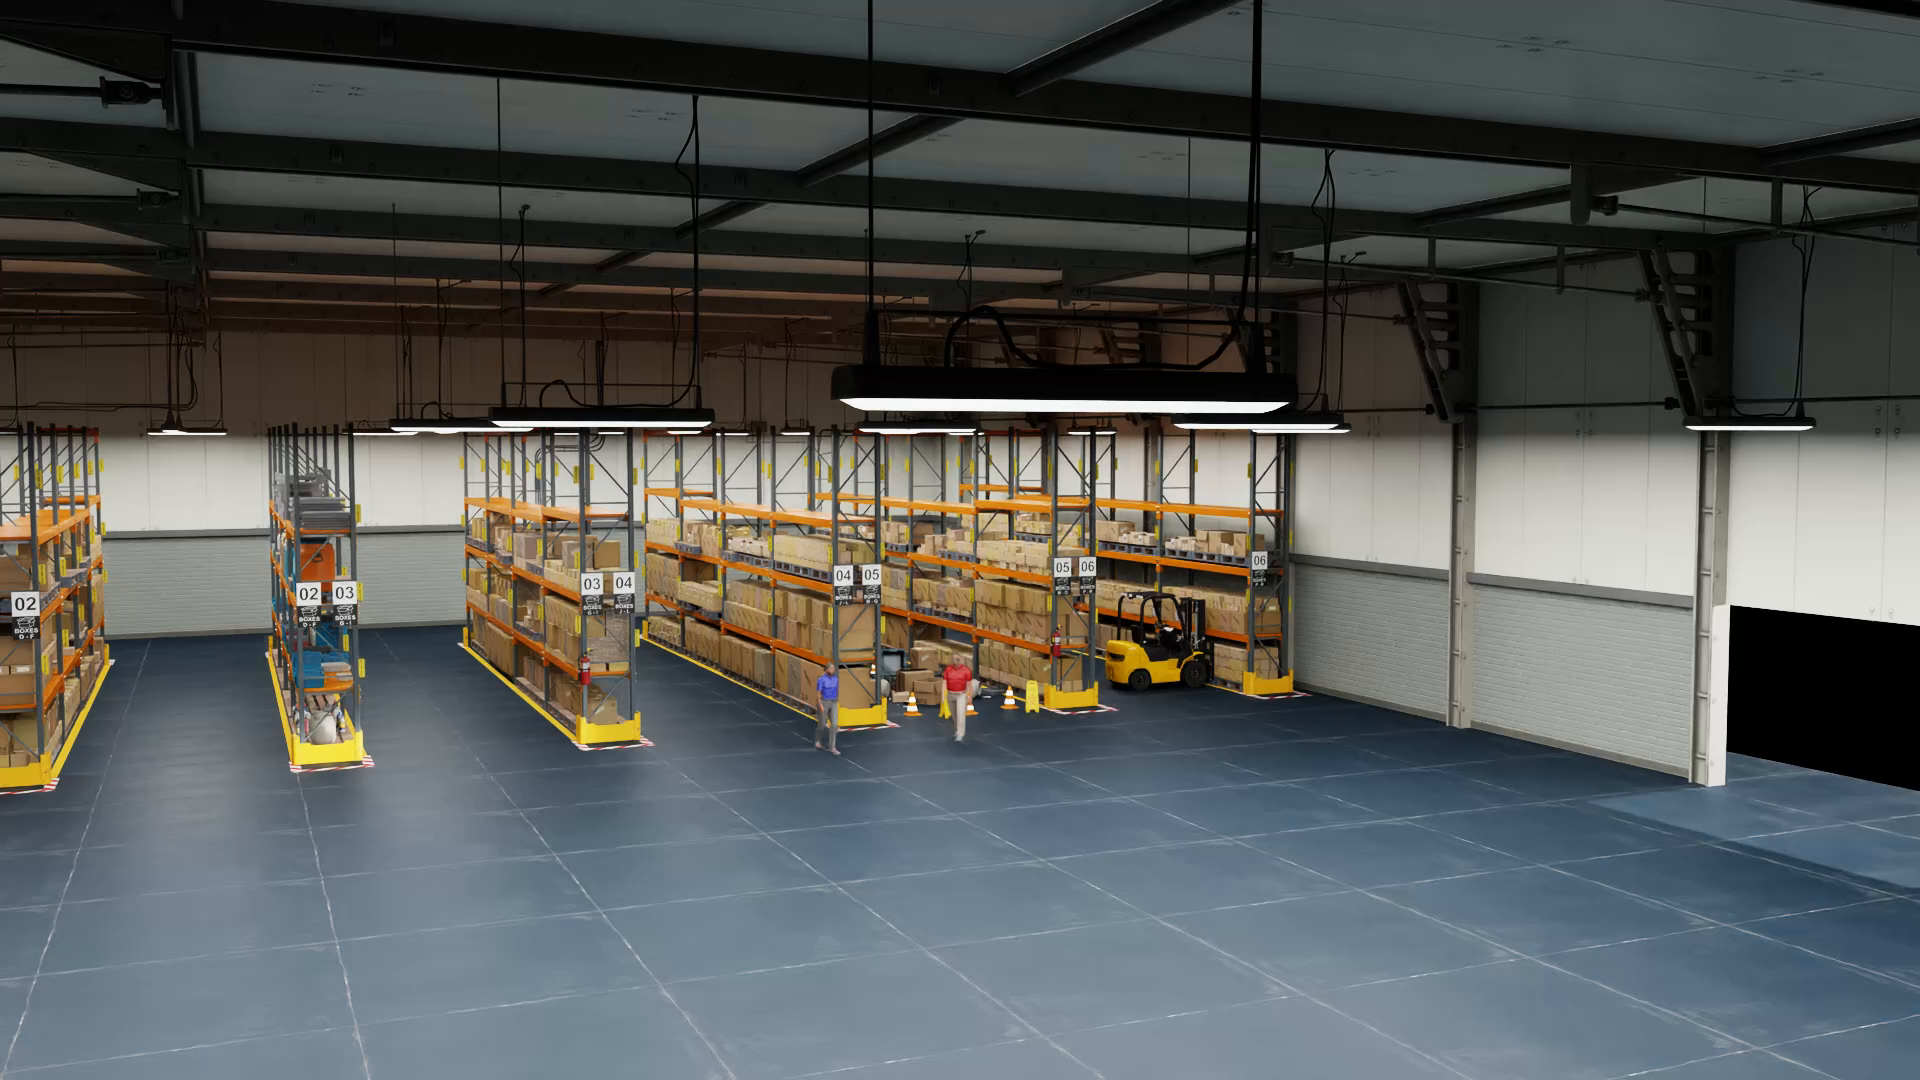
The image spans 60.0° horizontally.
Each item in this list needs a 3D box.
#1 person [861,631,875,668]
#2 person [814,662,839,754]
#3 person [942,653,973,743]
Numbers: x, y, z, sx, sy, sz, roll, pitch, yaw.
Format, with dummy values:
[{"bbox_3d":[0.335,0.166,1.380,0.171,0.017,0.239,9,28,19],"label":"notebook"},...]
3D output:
[{"bbox_3d":[-2.298,2.331,40.762,0.593,1.785,0.461,-2,4,-26],"label":"person"},{"bbox_3d":[-2.410,3.060,30.447,0.536,1.653,0.767,-3,4,-37],"label":"person"},{"bbox_3d":[-0.058,2.951,31.357,0.578,1.655,1.109,1,4,23],"label":"person"}]
